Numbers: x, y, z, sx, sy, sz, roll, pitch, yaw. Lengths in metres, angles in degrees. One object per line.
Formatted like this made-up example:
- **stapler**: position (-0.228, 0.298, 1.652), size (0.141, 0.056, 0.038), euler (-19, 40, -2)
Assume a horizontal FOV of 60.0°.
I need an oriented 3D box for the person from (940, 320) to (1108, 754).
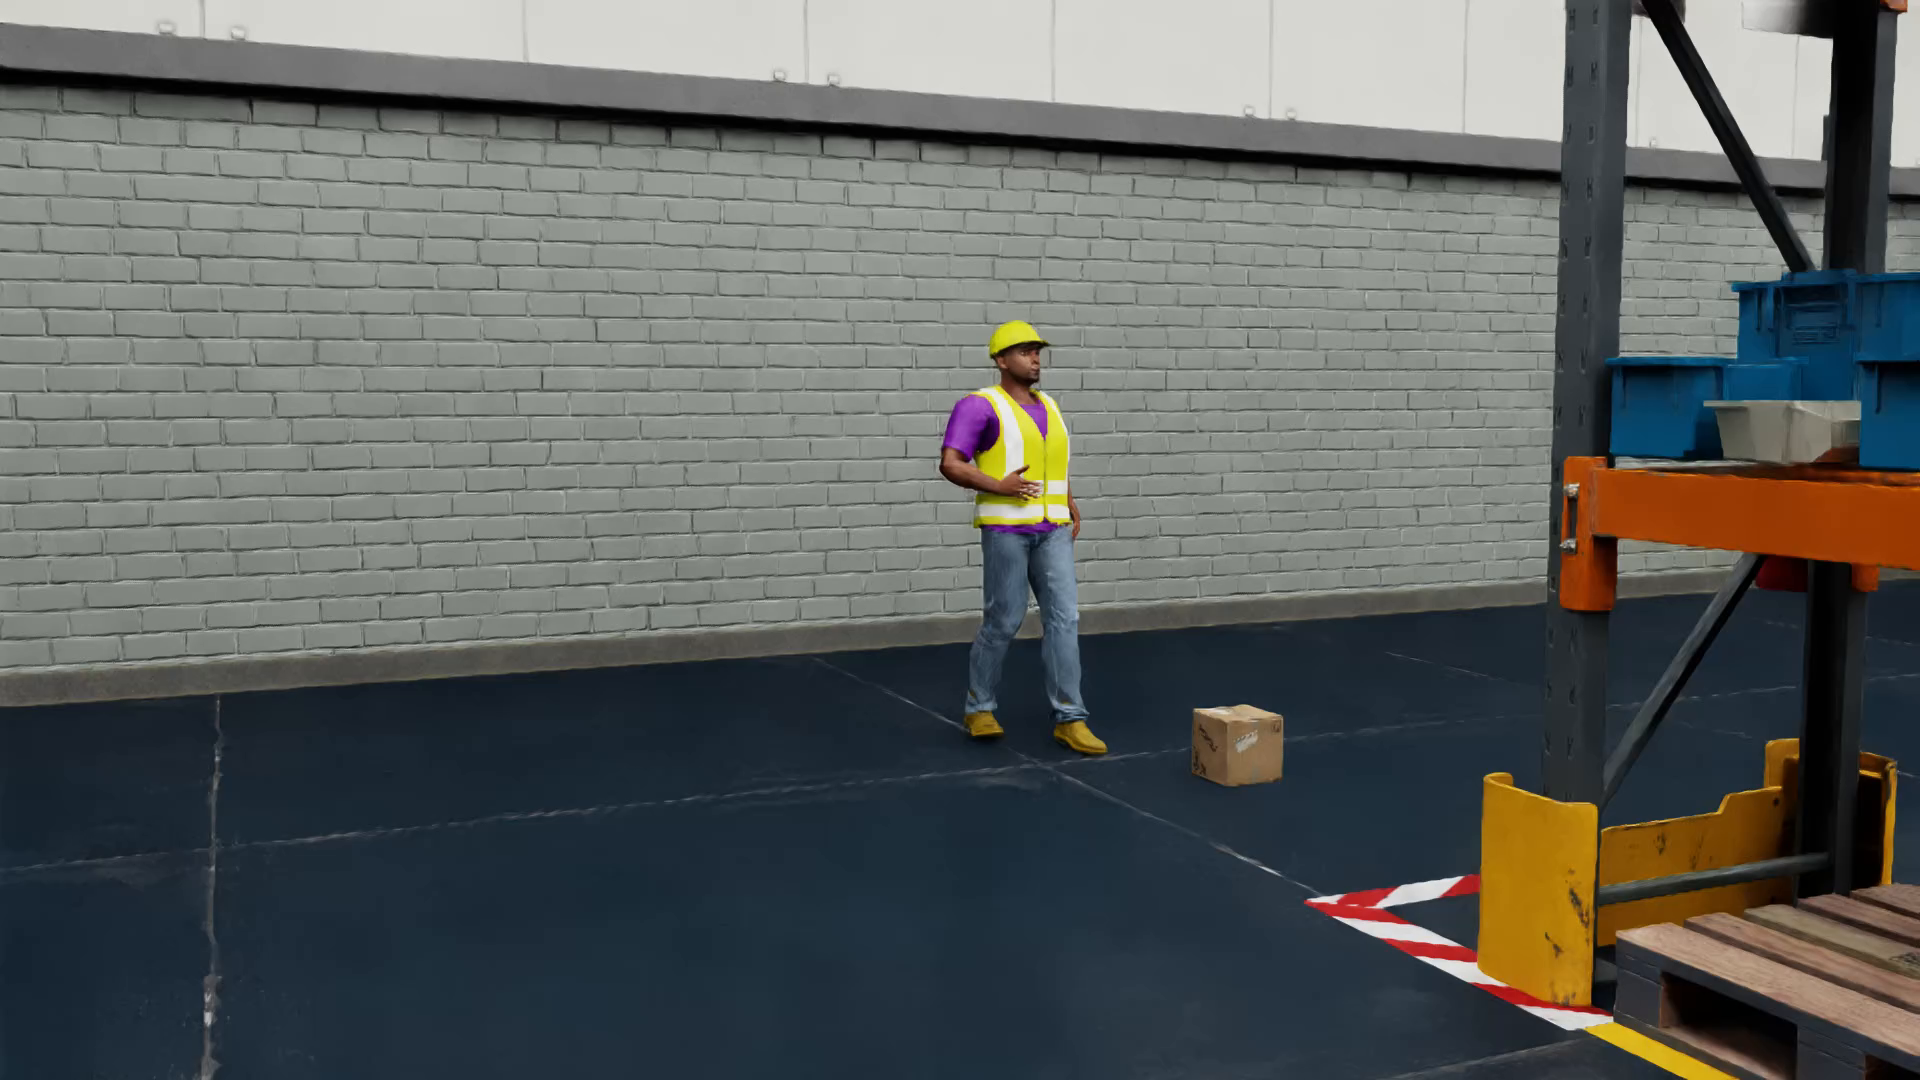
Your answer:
- **person**: position (0.329, -0.027, 6.894), size (0.750, 1.761, 0.740), euler (-4, 7, -37)
